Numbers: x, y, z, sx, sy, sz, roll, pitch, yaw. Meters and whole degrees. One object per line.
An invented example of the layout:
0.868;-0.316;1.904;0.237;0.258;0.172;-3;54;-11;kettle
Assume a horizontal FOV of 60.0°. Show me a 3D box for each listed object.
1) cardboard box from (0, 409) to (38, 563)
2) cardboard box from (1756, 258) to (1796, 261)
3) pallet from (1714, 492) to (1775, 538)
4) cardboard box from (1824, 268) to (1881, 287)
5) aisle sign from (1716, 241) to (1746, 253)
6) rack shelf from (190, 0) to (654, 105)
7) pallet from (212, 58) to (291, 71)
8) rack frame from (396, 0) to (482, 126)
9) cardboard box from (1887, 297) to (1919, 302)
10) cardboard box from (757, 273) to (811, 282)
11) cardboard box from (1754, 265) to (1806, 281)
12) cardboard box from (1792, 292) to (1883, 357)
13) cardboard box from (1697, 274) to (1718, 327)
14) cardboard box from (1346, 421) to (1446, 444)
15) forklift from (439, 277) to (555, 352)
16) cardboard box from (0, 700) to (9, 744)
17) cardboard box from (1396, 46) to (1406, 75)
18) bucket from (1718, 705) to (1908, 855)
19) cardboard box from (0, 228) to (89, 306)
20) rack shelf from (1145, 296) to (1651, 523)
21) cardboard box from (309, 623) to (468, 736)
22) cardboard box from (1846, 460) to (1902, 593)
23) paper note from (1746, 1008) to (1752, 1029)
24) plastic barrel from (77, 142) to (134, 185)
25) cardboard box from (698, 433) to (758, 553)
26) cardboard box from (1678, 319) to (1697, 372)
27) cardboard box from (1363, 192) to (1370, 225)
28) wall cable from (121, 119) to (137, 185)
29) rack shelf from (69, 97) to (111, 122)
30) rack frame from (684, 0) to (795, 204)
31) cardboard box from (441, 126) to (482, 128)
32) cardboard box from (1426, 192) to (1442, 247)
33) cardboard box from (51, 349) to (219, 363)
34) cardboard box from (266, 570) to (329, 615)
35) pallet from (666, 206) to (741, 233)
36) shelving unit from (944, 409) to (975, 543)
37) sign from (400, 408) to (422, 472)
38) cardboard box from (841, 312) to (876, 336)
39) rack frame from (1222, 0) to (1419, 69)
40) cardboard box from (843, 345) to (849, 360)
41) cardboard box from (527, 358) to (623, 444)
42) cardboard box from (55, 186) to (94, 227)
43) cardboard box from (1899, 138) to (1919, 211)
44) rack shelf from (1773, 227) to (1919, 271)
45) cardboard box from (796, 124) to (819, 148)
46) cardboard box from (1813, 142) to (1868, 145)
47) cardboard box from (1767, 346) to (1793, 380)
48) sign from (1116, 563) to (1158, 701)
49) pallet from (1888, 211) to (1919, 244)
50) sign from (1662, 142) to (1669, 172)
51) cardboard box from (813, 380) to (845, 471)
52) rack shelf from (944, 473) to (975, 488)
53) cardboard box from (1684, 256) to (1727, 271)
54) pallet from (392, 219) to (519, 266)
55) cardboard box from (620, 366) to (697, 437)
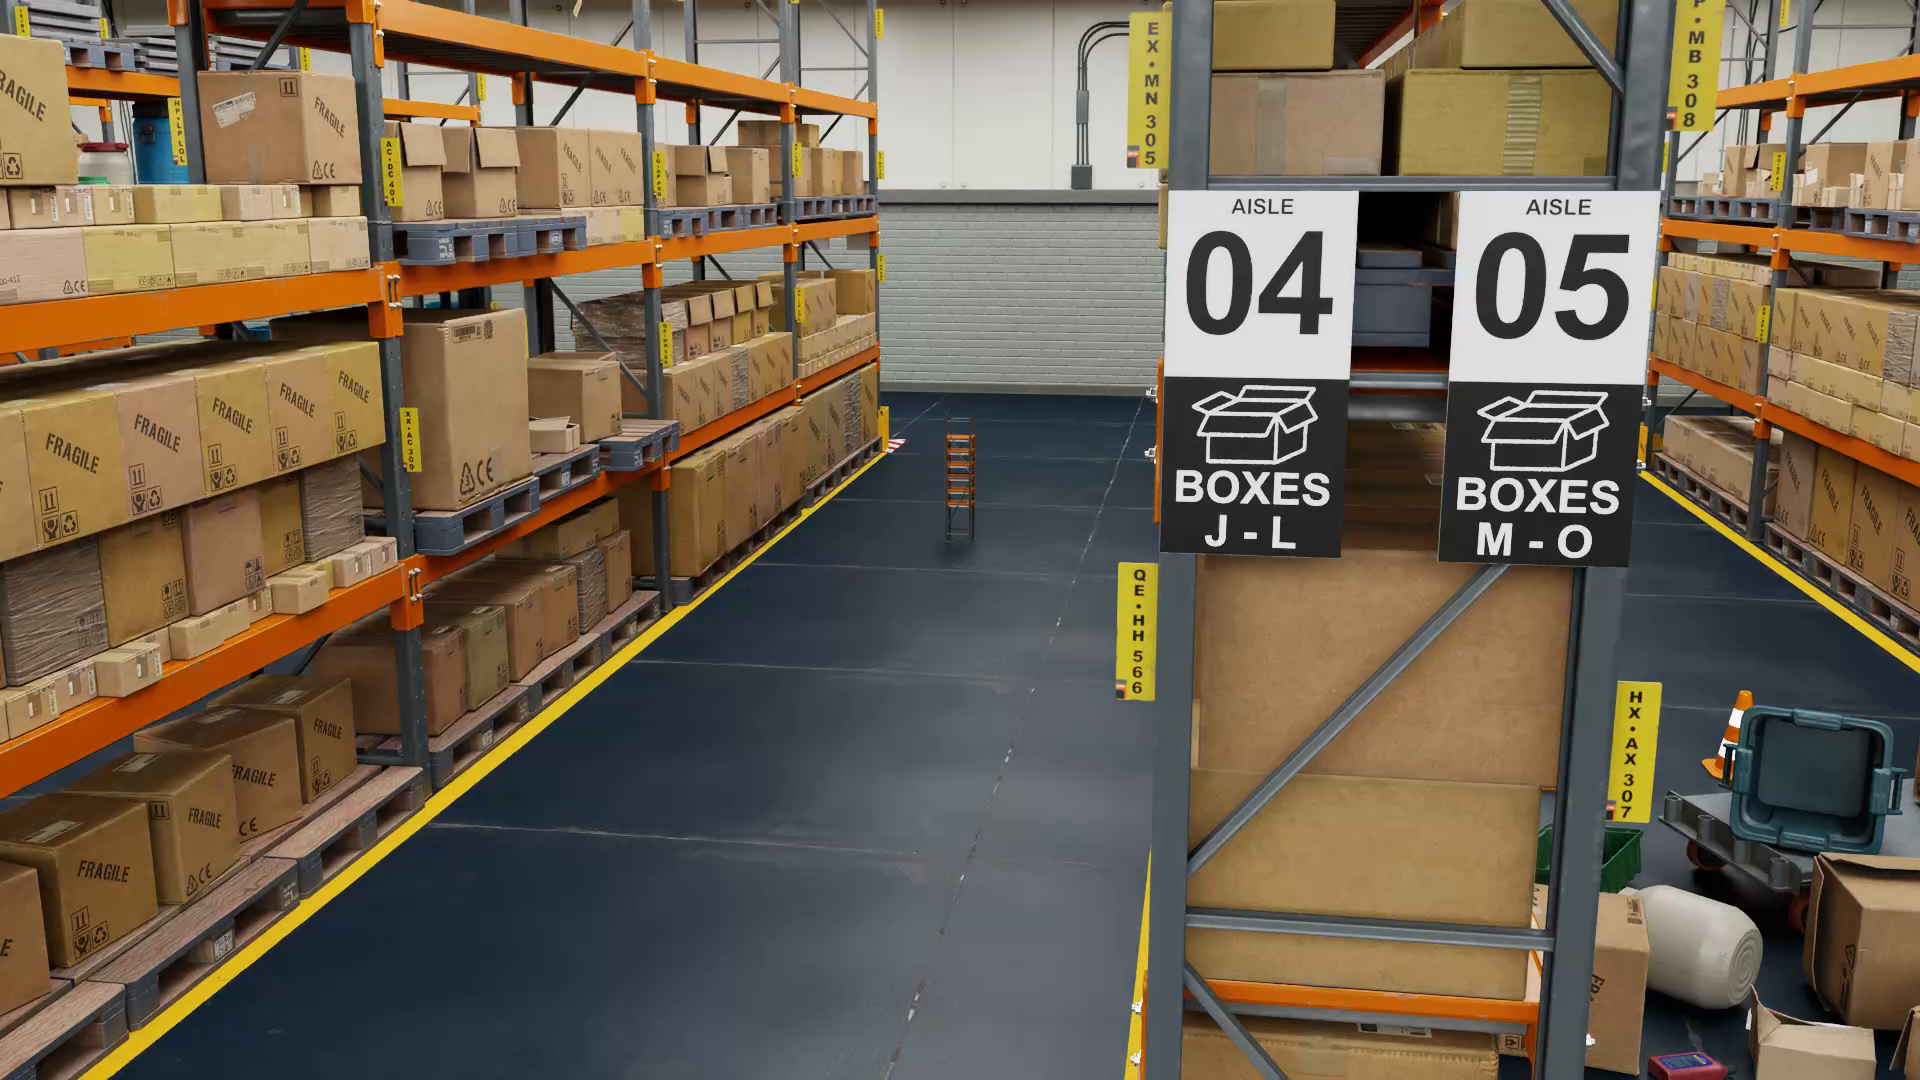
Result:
-3.502;-0.159;5.553;0.500;0.500;0.500;2;12;9;cardboard box
8.314;-2.783;16.891;0.380;0.149;0.250;2;12;10;cardboard box
7.892;-0.236;15.846;1.003;0.211;1.213;2;12;9;pallet
8.003;-2.356;14.911;0.380;0.149;0.250;2;12;8;cardboard box
8.631;-3.552;18.442;0.394;0.787;0.004;2;12;9;aisle sign
-3.017;-2.901;10.010;1.077;0.370;4.000;2;12;9;rack shelf
-7.085;-4.397;15.690;1.003;0.211;1.213;2;12;9;pallet
-6.373;-5.691;20.296;1.000;3.000;0.127;2;12;9;rack frame
7.708;-1.667;13.257;0.500;0.500;0.500;2;12;10;cardboard box
-1.970;-2.733;18.681;0.500;0.500;0.500;2;12;7;cardboard box
7.627;-2.476;15.468;0.380;0.149;0.250;2;12;9;cardboard box
7.296;-1.792;13.836;0.500;0.500;0.500;2;12;8;cardboard box
7.738;-2.404;16.676;0.500;0.500;0.500;2;12;9;cardboard box
1.208;-0.107;5.705;0.875;0.550;0.500;2;12;9;cardboard box
-4.603;-1.694;16.154;1.130;2.935;3.031;2;12;10;forklift
-3.531;0.649;5.717;0.380;0.149;0.250;2;12;9;cardboard box
1.508;-1.396;4.959;0.380;0.149;0.250;2;12;8;cardboard box
3.818;1.042;7.455;0.726;0.611;0.620;7;4;28;bucket
-3.457;-0.962;5.832;0.500;0.250;0.500;2;12;8;cardboard box
1.254;-0.616;5.577;1.077;0.370;4.000;2;12;9;rack shelf
-3.209;0.780;9.399;0.700;0.500;0.500;1;12;4;cardboard box
7.413;-0.104;12.661;0.875;0.875;0.875;2;12;9;cardboard box
3.160;1.879;6.475;0.172;0.023;0.155;7;14;28;paper note
-7.479;-3.205;14.561;0.433;0.535;0.433;0;12;0;plastic barrel
-2.438;-0.427;14.159;1.225;0.875;0.875;2;12;9;cardboard box
7.810;-2.023;17.281;0.500;0.500;0.500;2;12;8;cardboard box
1.665;-1.218;6.023;0.380;0.149;0.250;2;12;10;cardboard box
-14.939;-5.660;27.522;3.097;2.526;0.112;2;12;9;wall cable
-11.574;-5.082;19.188;1.077;0.370;4.000;2;12;9;rack shelf
-2.094;-4.698;15.687;1.000;3.000;0.127;2;12;9;rack frame
-3.188;-2.392;10.685;0.500;0.500;0.500;2;12;7;cardboard box
1.354;-0.797;4.070;0.380;0.149;0.250;2;12;9;cardboard box
-3.720;-0.593;7.565;0.500;0.500;0.500;2;12;9;cardboard box
-3.141;0.235;7.636;0.380;0.149;0.250;2;12;9;cardboard box
-2.493;-2.675;13.870;1.003;0.211;1.213;2;12;11;pallet
-0.002;-0.584;15.110;0.258;1.200;0.189;2;12;9;shelving unit
-2.787;-0.507;8.427;0.100;0.325;0.005;2;12;9;sign
-1.291;-2.560;19.659;0.500;0.250;0.500;2;12;8;cardboard box
1.561;-2.850;7.117;1.000;3.000;0.127;2;12;9;rack frame
-1.443;-2.072;18.340;0.380;0.149;0.250;2;12;10;cardboard box
-2.740;-0.953;11.319;0.700;0.500;0.500;4;13;17;cardboard box
-3.443;-1.228;6.116;0.380;0.149;0.250;2;12;8;cardboard box
7.048;-2.544;11.580;0.700;0.500;0.500;1;12;6;cardboard box
7.391;-2.142;12.657;1.077;0.370;4.000;2;12;9;rack shelf
-1.799;-4.313;17.773;0.500;0.250;0.500;1;12;7;cardboard box
7.996;-3.329;14.985;0.500;0.500;0.500;2;12;10;cardboard box
7.352;-1.532;14.410;0.500;0.250;0.500;2;12;7;cardboard box
0.412;0.213;3.833;0.100;0.325;0.005;2;12;9;sign
7.130;-2.121;11.299;1.213;0.211;1.003;2;12;11;pallet
7.766;-4.228;18.366;0.100;0.325;0.005;2;12;9;sign
-1.775;-1.254;17.994;0.875;0.875;0.875;2;12;9;cardboard box
-0.002;-0.540;15.119;0.258;0.103;0.180;2;12;9;rack shelf
7.839;-2.904;17.453;0.380;0.149;0.250;1;12;7;cardboard box
-3.124;-1.599;8.876;1.213;0.211;1.003;2;12;9;pallet
-2.365;-1.073;12.874;0.500;0.500;0.500;2;12;10;cardboard box
